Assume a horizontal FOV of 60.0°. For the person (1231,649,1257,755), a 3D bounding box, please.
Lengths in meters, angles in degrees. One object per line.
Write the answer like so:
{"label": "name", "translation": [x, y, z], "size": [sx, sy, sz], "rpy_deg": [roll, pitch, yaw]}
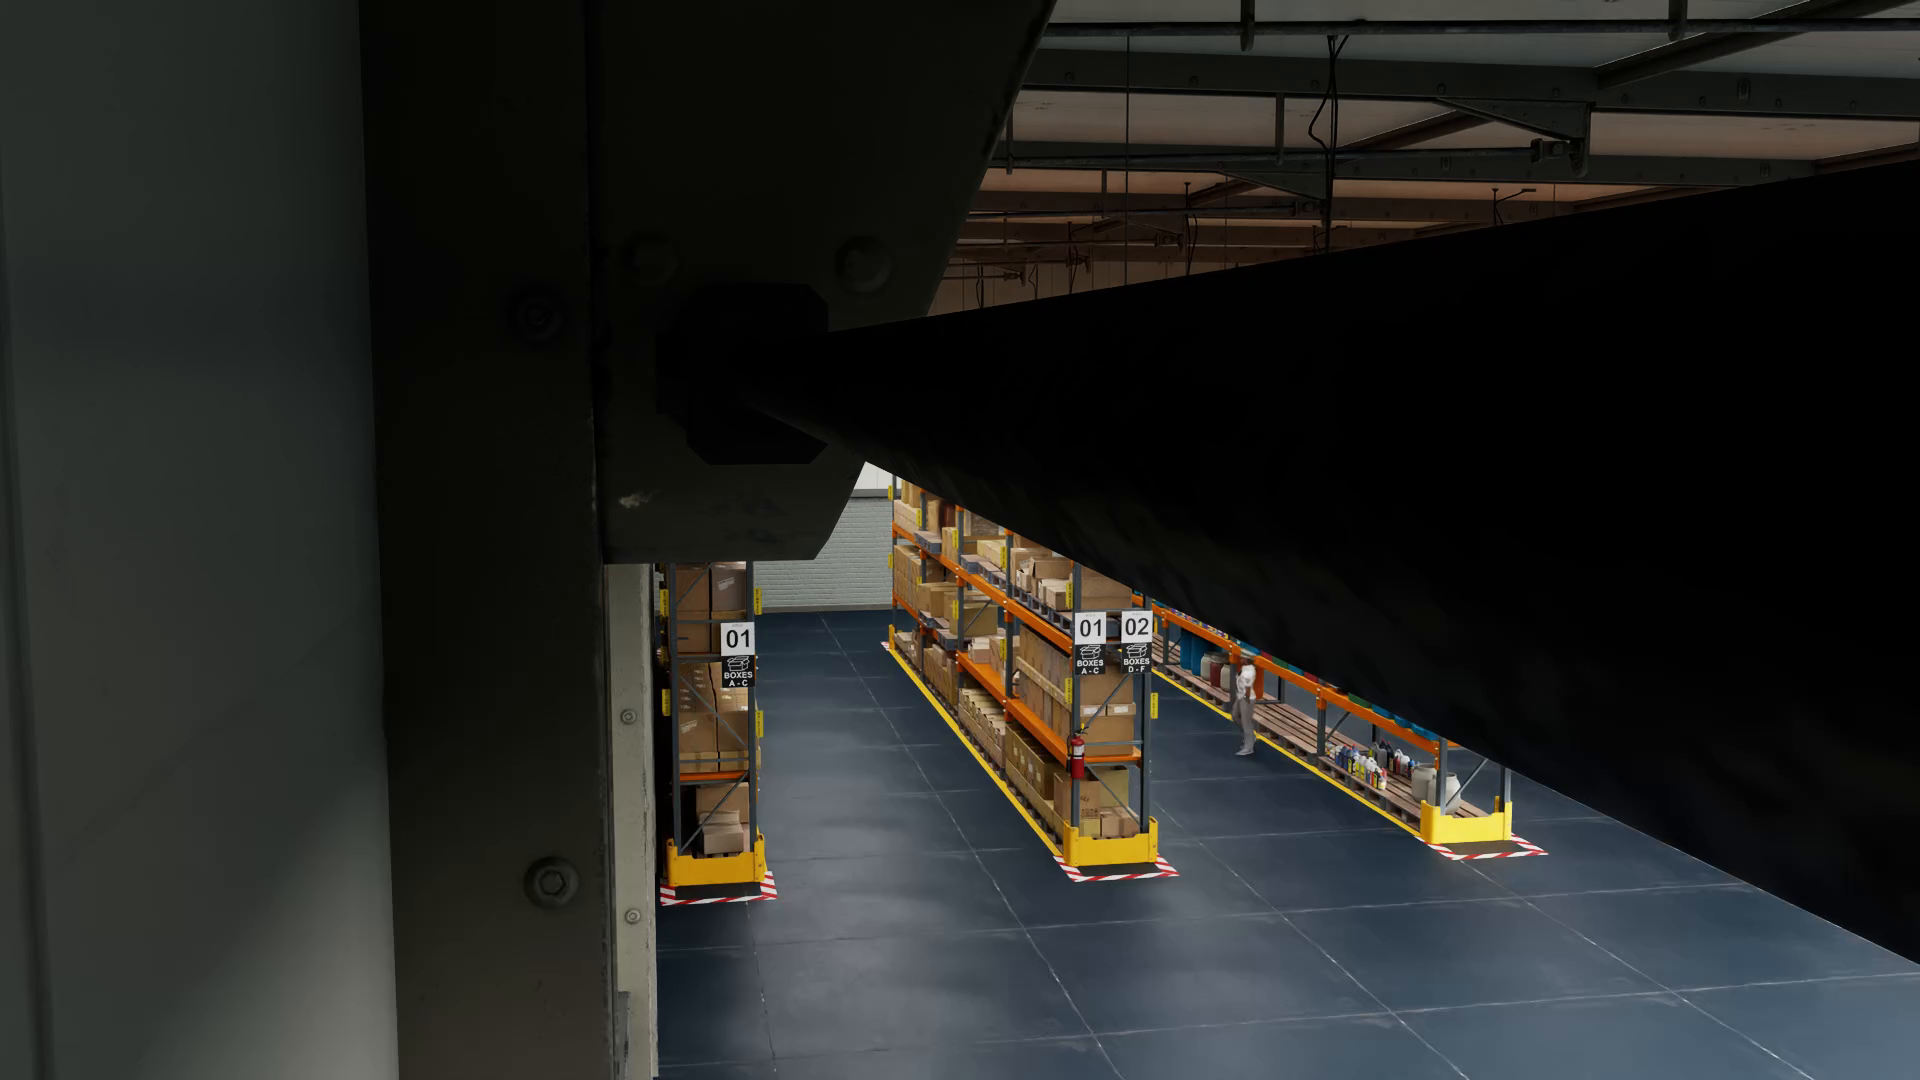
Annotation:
{"label": "person", "translation": [4.601, 2.594, 26.796], "size": [0.393, 1.686, 0.501], "rpy_deg": [0, 6, 2]}
